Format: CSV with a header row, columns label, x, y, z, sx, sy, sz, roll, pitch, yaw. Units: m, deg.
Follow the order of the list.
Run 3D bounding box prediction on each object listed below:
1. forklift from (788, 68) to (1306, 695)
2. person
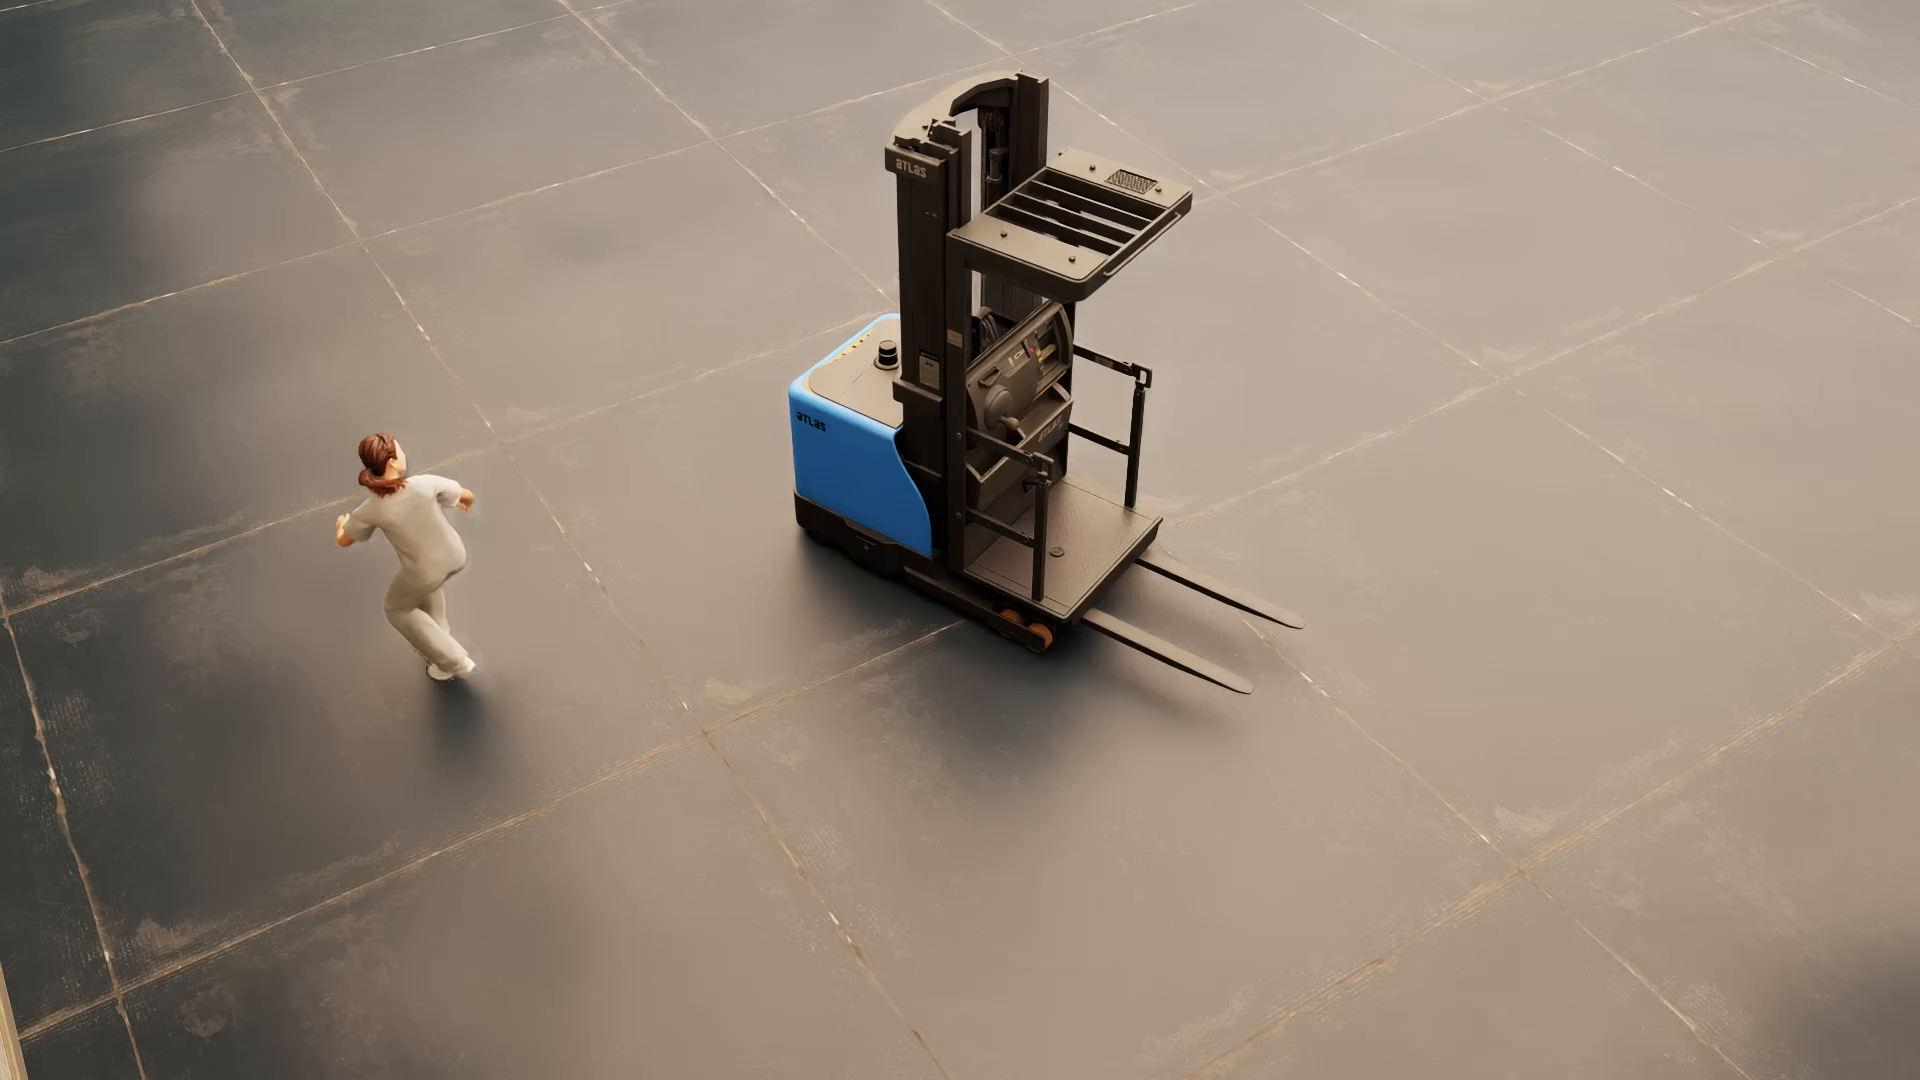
label,x,y,z,sx,sy,sz,roll,pitch,yaw
forklift,0.496,-0.872,8.869,3.031,2.935,1.130,25,47,26
person,-2.907,0.039,8.871,0.733,1.560,0.737,31,50,31
